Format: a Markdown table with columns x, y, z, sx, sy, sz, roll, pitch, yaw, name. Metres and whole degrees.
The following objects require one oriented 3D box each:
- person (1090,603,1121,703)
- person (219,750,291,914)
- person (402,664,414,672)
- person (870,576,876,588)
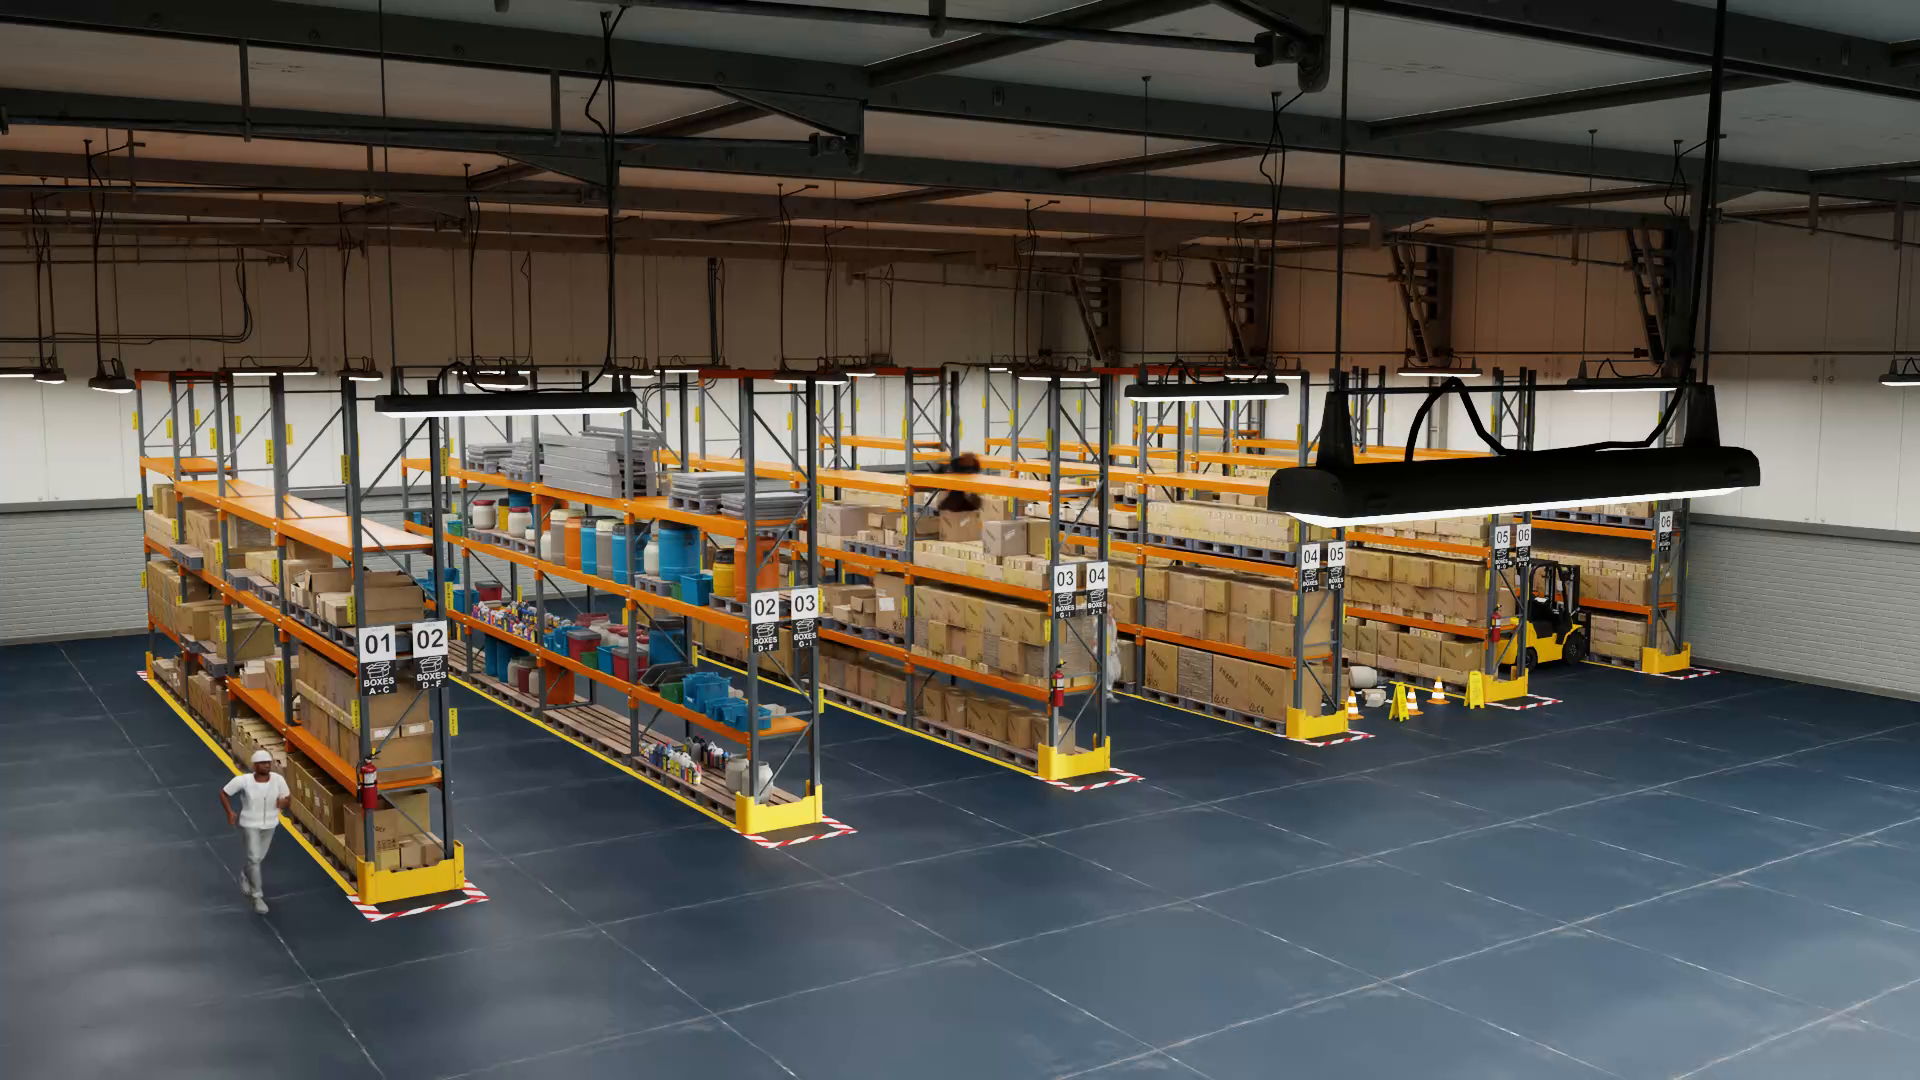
| x | y | z | sx | sy | sz | roll | pitch | yaw | name |
| --- | --- | --- | --- | --- | --- | --- | --- | --- | --- |
| 2.479 | 1.942 | 28.767 | 0.678 | 1.734 | 0.593 | -6 | 9 | -43 | person |
| -8.026 | 3.281 | 19.095 | 0.973 | 1.755 | 0.712 | 6 | 9 | 43 | person |
| -9.805 | 2.168 | 29.295 | 0.673 | 1.805 | 1.202 | -5 | 8 | -35 | person |
| -1.843 | 1.584 | 35.667 | 0.535 | 1.459 | 0.567 | -4 | 8 | -33 | person |
